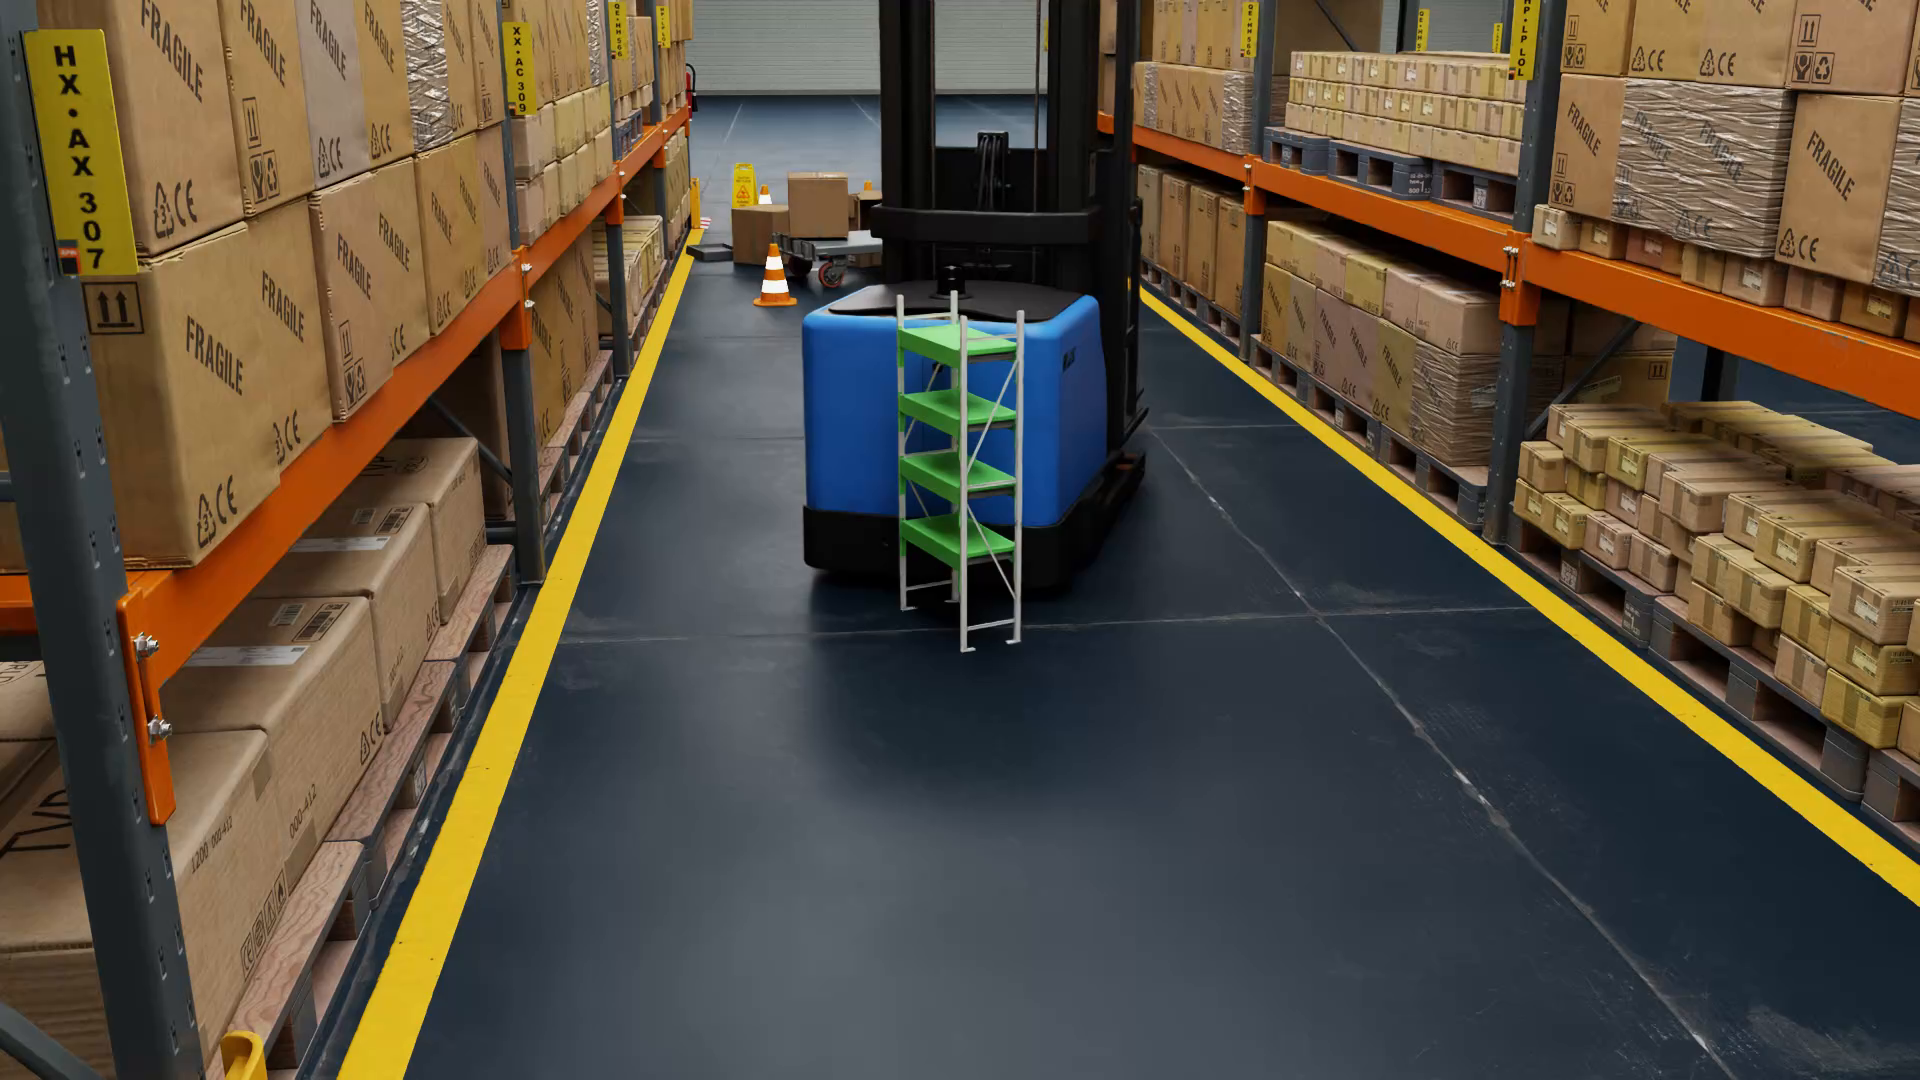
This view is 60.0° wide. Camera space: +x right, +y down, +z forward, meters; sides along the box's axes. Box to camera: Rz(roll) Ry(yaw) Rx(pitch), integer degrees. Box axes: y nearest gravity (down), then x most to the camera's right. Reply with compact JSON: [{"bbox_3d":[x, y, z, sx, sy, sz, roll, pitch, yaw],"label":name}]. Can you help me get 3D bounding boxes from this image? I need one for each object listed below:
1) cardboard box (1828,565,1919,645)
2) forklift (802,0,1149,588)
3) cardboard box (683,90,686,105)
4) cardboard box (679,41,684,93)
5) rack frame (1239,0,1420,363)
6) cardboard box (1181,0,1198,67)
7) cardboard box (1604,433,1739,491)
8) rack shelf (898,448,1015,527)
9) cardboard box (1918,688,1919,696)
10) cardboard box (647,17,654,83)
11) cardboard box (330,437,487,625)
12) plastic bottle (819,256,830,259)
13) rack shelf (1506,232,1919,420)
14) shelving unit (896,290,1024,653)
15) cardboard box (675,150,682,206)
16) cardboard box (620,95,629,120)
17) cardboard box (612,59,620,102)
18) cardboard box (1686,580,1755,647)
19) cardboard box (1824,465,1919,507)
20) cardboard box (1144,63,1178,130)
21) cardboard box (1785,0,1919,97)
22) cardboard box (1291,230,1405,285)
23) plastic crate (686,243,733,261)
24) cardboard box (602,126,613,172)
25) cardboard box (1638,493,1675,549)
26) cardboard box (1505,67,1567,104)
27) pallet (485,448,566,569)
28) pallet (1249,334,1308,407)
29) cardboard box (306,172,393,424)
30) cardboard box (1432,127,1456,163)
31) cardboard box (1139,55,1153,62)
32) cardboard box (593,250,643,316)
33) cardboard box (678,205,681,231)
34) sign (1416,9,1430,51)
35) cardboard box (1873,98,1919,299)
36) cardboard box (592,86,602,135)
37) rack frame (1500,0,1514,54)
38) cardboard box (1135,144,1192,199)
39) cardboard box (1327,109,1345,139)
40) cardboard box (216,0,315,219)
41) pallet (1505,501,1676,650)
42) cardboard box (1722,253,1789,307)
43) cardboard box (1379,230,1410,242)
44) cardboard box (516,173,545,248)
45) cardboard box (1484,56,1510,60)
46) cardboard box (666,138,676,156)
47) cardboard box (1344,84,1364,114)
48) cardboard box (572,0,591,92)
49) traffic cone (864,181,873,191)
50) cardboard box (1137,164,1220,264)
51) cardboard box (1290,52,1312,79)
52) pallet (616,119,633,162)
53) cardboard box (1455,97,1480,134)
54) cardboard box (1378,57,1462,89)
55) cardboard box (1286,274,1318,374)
[{"bbox_3d":[2.694,0.179,4.665,0.380,0.149,0.250,-1,17,-4],"label":"cardboard box"},{"bbox_3d":[0.267,-1.618,7.439,1.130,2.935,3.031,5,18,15],"label":"forklift"},{"bbox_3d":[-3.006,-4.527,17.009,0.380,0.149,0.250,-2,18,-6],"label":"cardboard box"},{"bbox_3d":[-3.017,-4.711,16.511,0.500,0.500,0.500,-2,18,-6],"label":"cardboard box"},{"bbox_3d":[2.344,-2.623,10.525,1.000,3.000,0.127,-2,18,-6],"label":"rack frame"},{"bbox_3d":[2.095,-3.888,12.718,0.700,0.500,0.500,-2,18,-5],"label":"cardboard box"},{"bbox_3d":[2.631,-0.289,6.155,0.380,0.149,0.250,-2,18,-6],"label":"cardboard box"},{"bbox_3d":[-0.005,-0.195,6.008,0.258,0.148,0.480,-9,20,-26],"label":"rack shelf"},{"bbox_3d":[2.850,0.392,4.484,0.380,0.149,0.250,-2,18,-6],"label":"cardboard box"},{"bbox_3d":[-2.706,-3.891,13.200,0.500,0.500,0.500,-2,18,-7],"label":"cardboard box"},{"bbox_3d":[-2.199,-0.036,5.861,0.875,0.438,0.875,-2,18,-6],"label":"cardboard box"},{"bbox_3d":[-1.249,-2.673,15.588,0.133,0.061,0.283,1,17,4],"label":"plastic bottle"},{"bbox_3d":[2.963,-0.493,4.939,1.077,0.370,4.000,-2,18,-6],"label":"rack shelf"},{"bbox_3d":[-0.005,-0.256,5.989,0.258,1.200,0.503,-9,20,-26],"label":"shelving unit"},{"bbox_3d":[-2.893,-3.376,15.560,0.500,0.500,0.500,-1,17,-3],"label":"cardboard box"},{"bbox_3d":[-2.404,-2.874,11.043,0.380,0.149,0.250,-2,18,-5],"label":"cardboard box"},{"bbox_3d":[-2.385,-2.972,10.270,0.500,0.500,0.500,-2,18,-7],"label":"cardboard box"},{"bbox_3d":[2.649,0.232,5.489,0.380,0.149,0.250,-2,18,-7],"label":"cardboard box"},{"bbox_3d":[3.220,-0.151,5.716,0.380,0.149,0.250,-3,18,-8],"label":"cardboard box"},{"bbox_3d":[1.771,-3.547,13.302,0.500,0.500,0.500,-2,18,-5],"label":"cardboard box"},{"bbox_3d":[2.702,-1.498,4.609,0.500,0.500,0.500,-2,18,-8],"label":"cardboard box"},{"bbox_3d":[2.227,-1.625,9.565,0.500,0.250,0.500,-2,18,-6],"label":"cardboard box"},{"bbox_3d":[-2.328,-2.732,15.746,0.402,0.080,0.583,-8,19,-25],"label":"plastic crate"},{"bbox_3d":[-2.259,-2.226,9.510,0.500,0.250,0.500,-2,18,-8],"label":"cardboard box"},{"bbox_3d":[2.677,-0.071,5.958,0.380,0.149,0.250,-3,18,-8],"label":"cardboard box"},{"bbox_3d":[2.521,-1.910,6.977,0.380,0.149,0.250,-1,17,-3],"label":"cardboard box"},{"bbox_3d":[-2.311,-0.146,7.289,1.003,0.211,1.213,-2,18,-6],"label":"pallet"},{"bbox_3d":[2.423,-1.060,10.201,1.003,0.211,1.213,-2,18,-6],"label":"pallet"},{"bbox_3d":[-1.622,-0.558,3.781,0.500,0.500,0.500,-2,18,-6],"label":"cardboard box"},{"bbox_3d":[2.442,-1.851,7.783,0.380,0.149,0.250,-3,18,-8],"label":"cardboard box"},{"bbox_3d":[1.882,-3.996,14.648,0.875,0.550,0.550,-2,18,-6],"label":"cardboard box"},{"bbox_3d":[-2.702,-1.775,11.510,0.950,0.372,0.625,-2,18,-7],"label":"cardboard box"},{"bbox_3d":[-2.898,-3.021,15.682,0.500,0.250,0.500,-2,18,-6],"label":"cardboard box"},{"bbox_3d":[2.883,-3.158,10.426,0.100,0.325,0.005,-2,18,-6],"label":"sign"},{"bbox_3d":[2.757,-0.860,4.244,0.500,0.500,0.500,-2,18,-5],"label":"cardboard box"},{"bbox_3d":[-2.210,-2.318,8.969,0.500,0.250,0.500,-2,18,-7],"label":"cardboard box"},{"bbox_3d":[6.463,-5.130,18.509,1.000,3.000,0.127,-2,18,-6],"label":"rack frame"},{"bbox_3d":[1.936,-3.191,15.180,0.875,0.875,0.875,-2,17,-5],"label":"cardboard box"},{"bbox_3d":[2.275,-2.324,9.289,0.380,0.149,0.250,-1,17,-3],"label":"cardboard box"},{"bbox_3d":[-1.570,-0.887,3.159,0.500,0.500,0.500,-2,18,-7],"label":"cardboard box"},{"bbox_3d":[2.861,0.098,6.513,1.003,0.211,1.213,-2,18,-6],"label":"pallet"},{"bbox_3d":[2.645,-0.826,5.221,0.380,0.149,0.250,-1,17,-3],"label":"cardboard box"},{"bbox_3d":[2.738,-1.643,9.623,0.500,0.250,0.500,-2,17,-5],"label":"cardboard box"},{"bbox_3d":[-1.939,-1.316,6.612,0.500,0.250,0.500,-2,18,-7],"label":"cardboard box"},{"bbox_3d":[2.982,-2.471,8.764,0.380,0.149,0.250,-1,17,-3],"label":"cardboard box"},{"bbox_3d":[-2.782,-3.564,15.076,0.380,0.149,0.250,-1,17,-4],"label":"cardboard box"},{"bbox_3d":[2.306,-2.386,8.991,0.380,0.149,0.250,-2,18,-6],"label":"cardboard box"},{"bbox_3d":[-2.150,-2.518,8.355,0.500,0.500,0.500,-2,18,-6],"label":"cardboard box"},{"bbox_3d":[-0.998,-3.661,18.065,0.336,0.463,0.334,-2,18,-6],"label":"traffic cone"},{"bbox_3d":[2.085,-2.760,14.015,1.050,0.750,0.750,-2,18,-6],"label":"cardboard box"},{"bbox_3d":[2.200,-2.843,9.949,0.380,0.149,0.250,-2,18,-6],"label":"cardboard box"},{"bbox_3d":[-2.749,-2.558,10.637,1.213,0.211,1.003,-2,18,-6],"label":"pallet"},{"bbox_3d":[2.468,-1.919,7.503,0.380,0.149,0.250,-1,17,-3],"label":"cardboard box"},{"bbox_3d":[2.358,-2.378,8.469,0.380,0.149,0.250,-2,18,-6],"label":"cardboard box"},{"bbox_3d":[2.219,-1.263,9.664,0.500,0.500,0.500,-2,17,-5],"label":"cardboard box"}]
